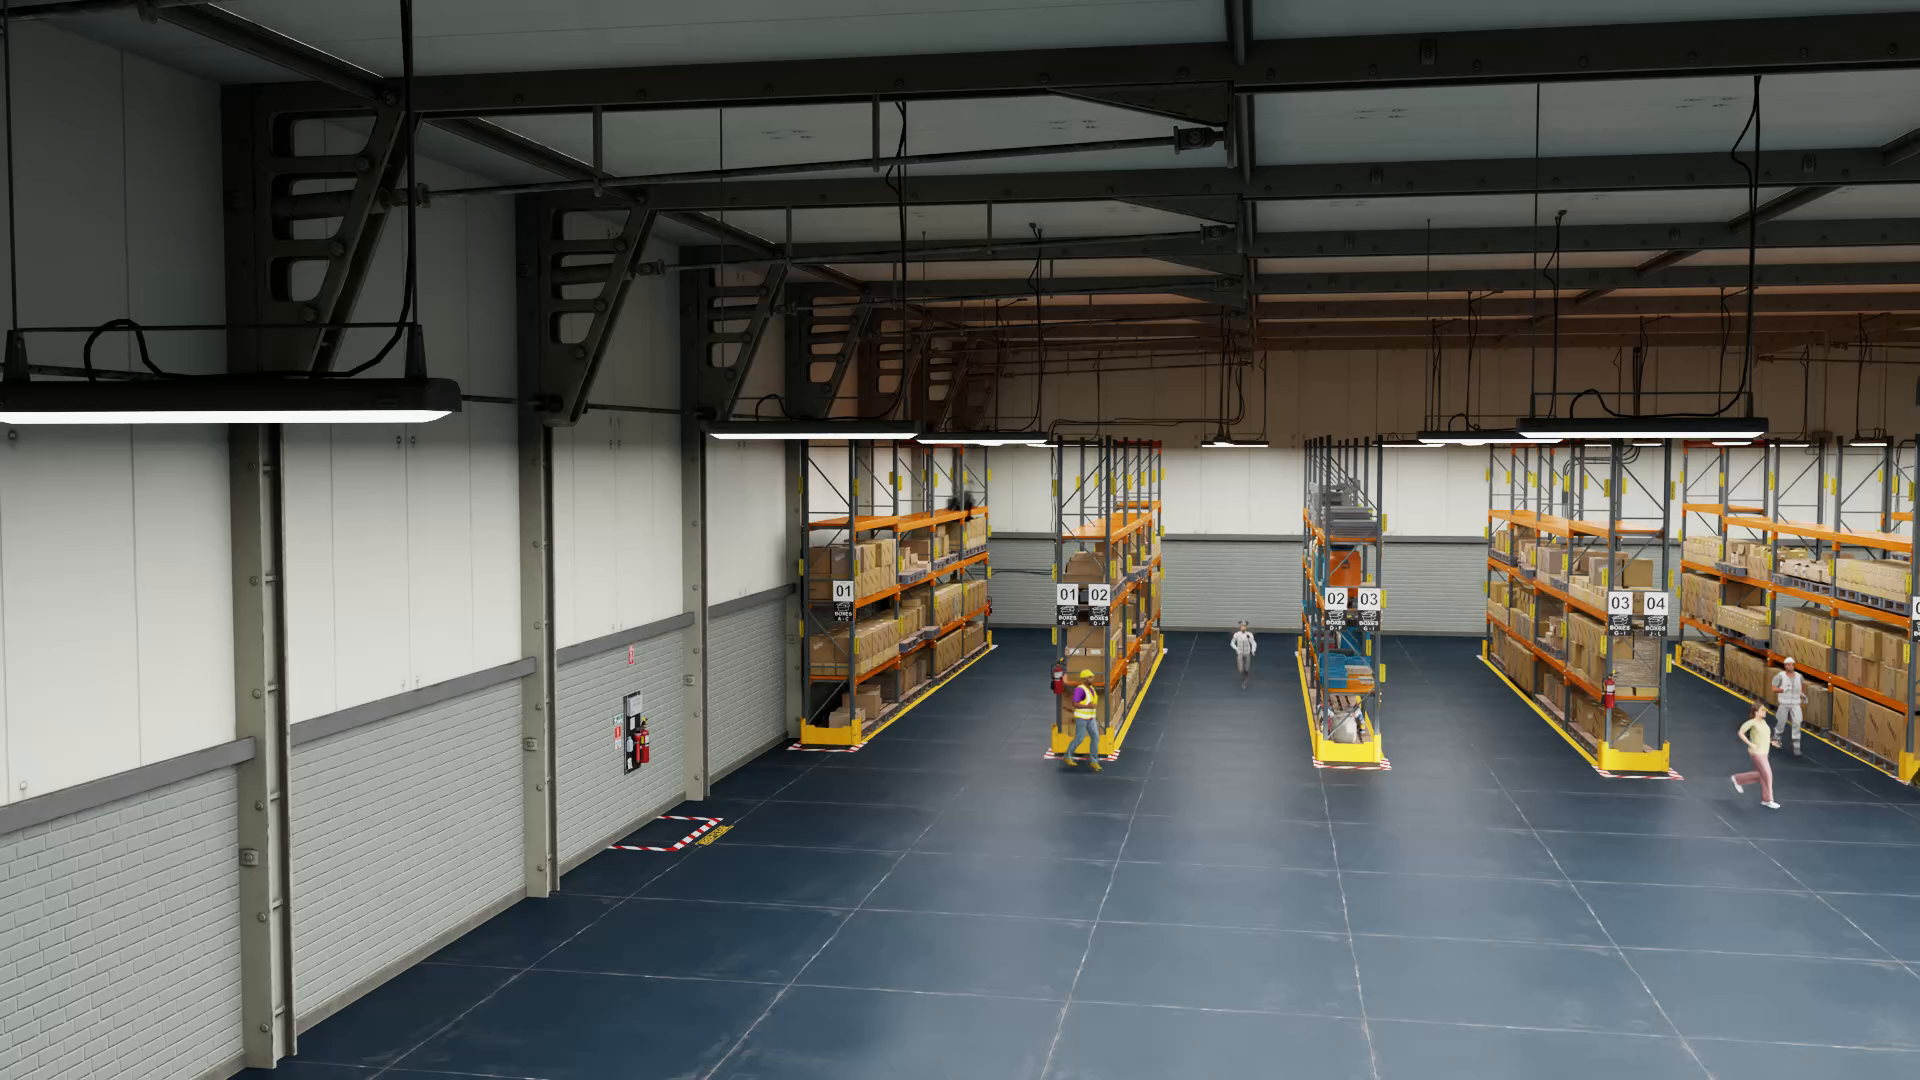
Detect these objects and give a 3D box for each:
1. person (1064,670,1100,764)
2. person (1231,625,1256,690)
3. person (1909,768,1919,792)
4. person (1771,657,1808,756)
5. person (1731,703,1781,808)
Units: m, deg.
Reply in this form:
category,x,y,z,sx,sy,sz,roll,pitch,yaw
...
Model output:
category,x,y,z,sx,sy,sz,roll,pitch,yaw
person,2.224,3.157,29.807,0.725,1.682,0.689,3,4,42
person,6.808,2.768,39.944,0.617,1.606,0.556,0,3,8
person,16.145,3.362,27.299,0.728,1.823,0.971,-1,3,-22
person,15.610,3.102,31.303,0.659,1.788,0.973,1,3,11
person,12.853,3.454,26.868,0.579,1.663,0.836,-2,4,-38
